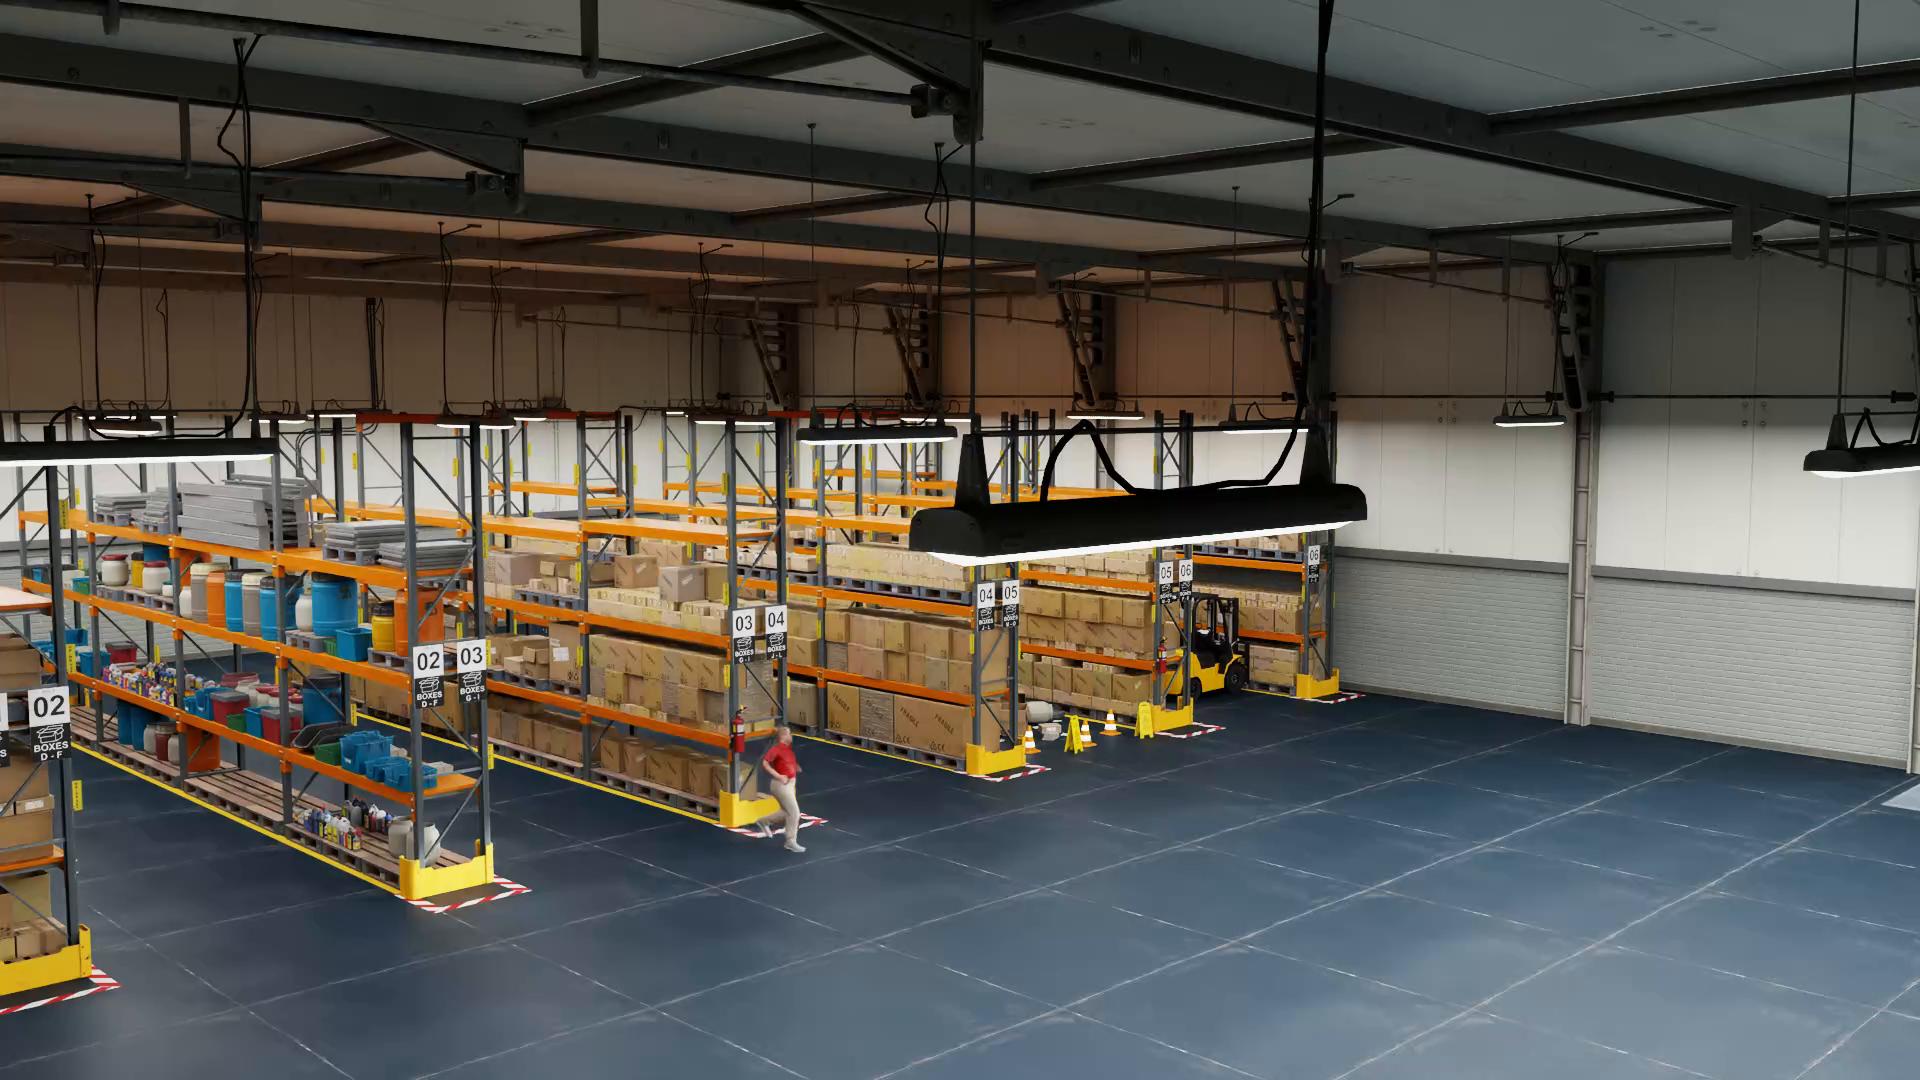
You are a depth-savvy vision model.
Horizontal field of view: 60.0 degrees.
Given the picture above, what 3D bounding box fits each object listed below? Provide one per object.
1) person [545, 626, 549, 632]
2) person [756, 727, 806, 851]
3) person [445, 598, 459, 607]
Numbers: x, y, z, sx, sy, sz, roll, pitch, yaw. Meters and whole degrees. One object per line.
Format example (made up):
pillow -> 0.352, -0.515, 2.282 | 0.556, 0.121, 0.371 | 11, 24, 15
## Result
person -> -10.184, 1.885, 41.944 | 0.547, 1.625, 0.582 | -5, 7, -44
person -> -2.482, 3.482, 23.452 | 0.802, 1.697, 0.692 | 1, 5, 12
person -> -11.843, 2.128, 38.464 | 0.790, 1.737, 0.617 | 0, 5, -1
